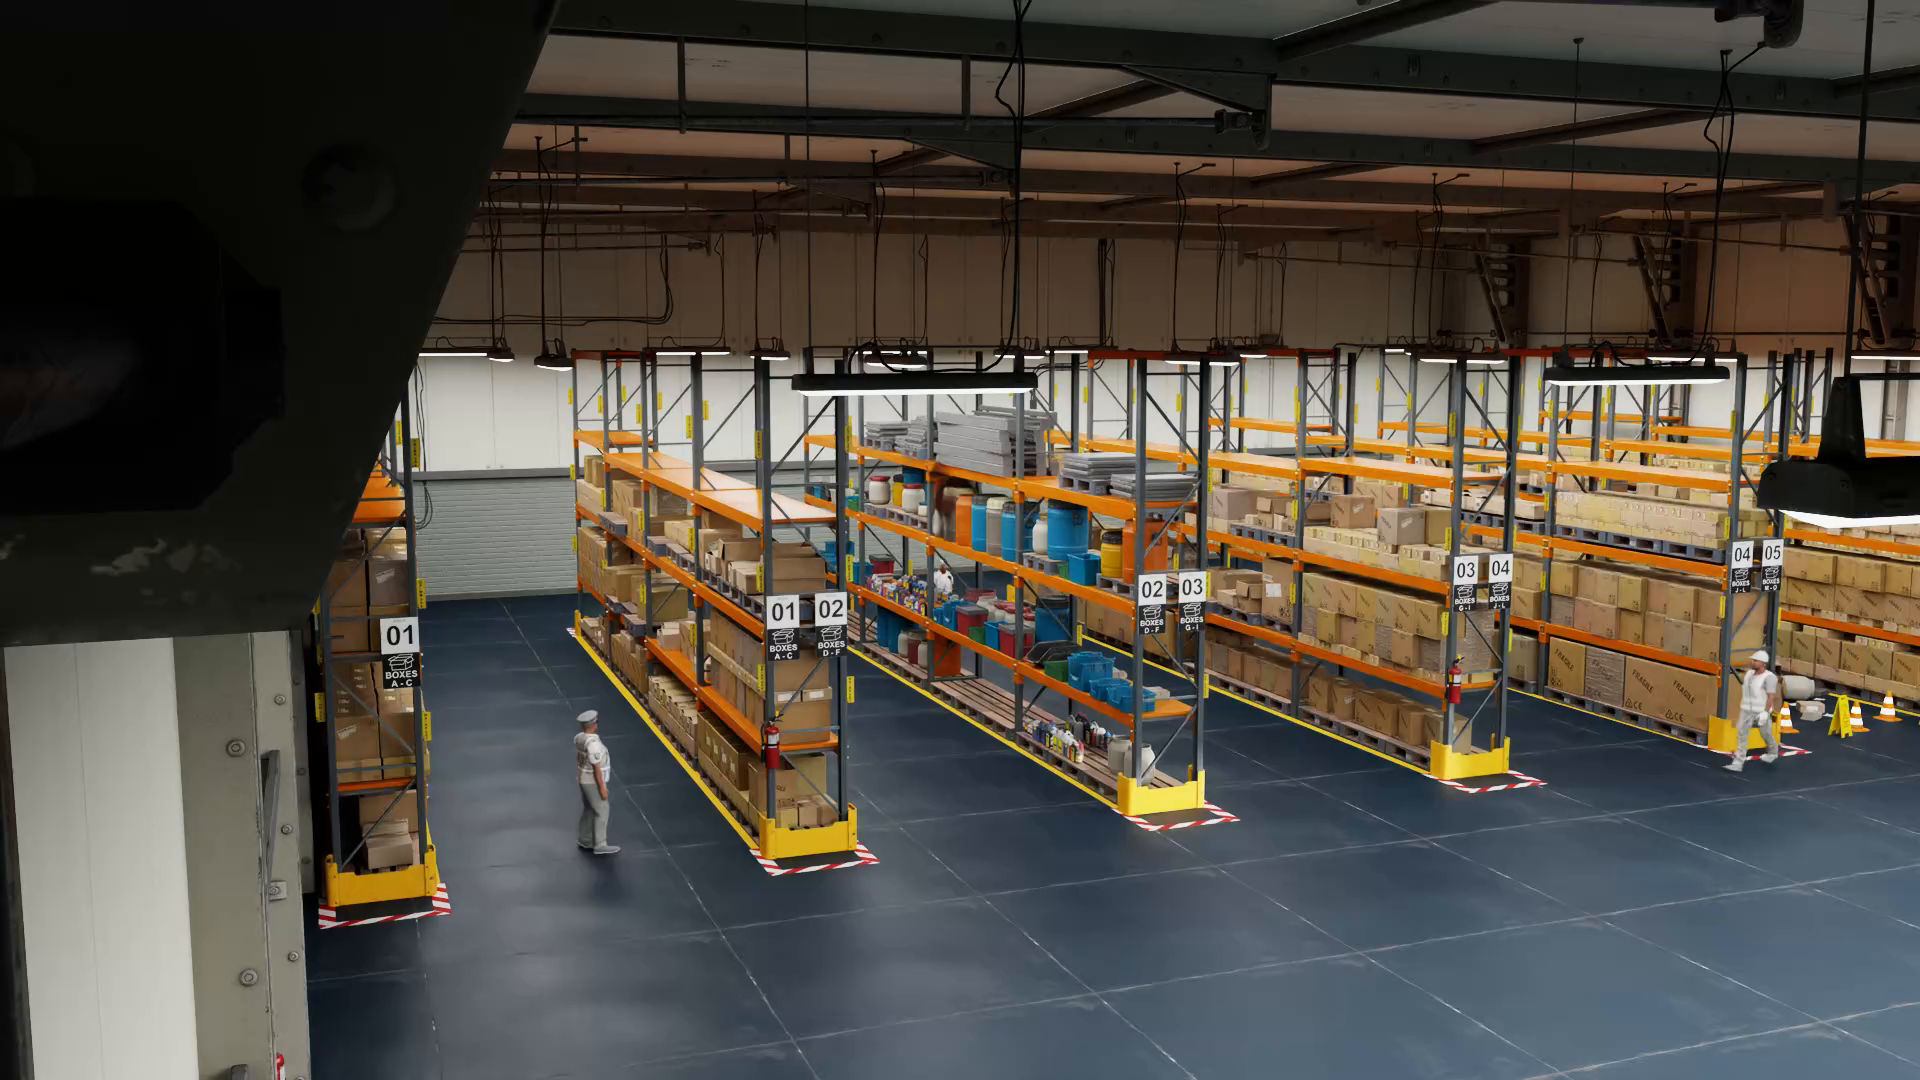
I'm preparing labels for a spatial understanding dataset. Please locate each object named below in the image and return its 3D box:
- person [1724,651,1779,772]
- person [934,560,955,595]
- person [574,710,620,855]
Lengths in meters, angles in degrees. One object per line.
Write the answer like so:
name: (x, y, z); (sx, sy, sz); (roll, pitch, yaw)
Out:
person: (11.565, 2.476, 24.110); (0.508, 1.752, 1.054); (7, 10, 44)
person: (-0.347, 1.218, 34.714); (0.586, 1.627, 0.927); (-2, 7, -17)
person: (-4.441, 2.971, 20.324); (0.484, 1.823, 0.602); (-3, 8, -22)
